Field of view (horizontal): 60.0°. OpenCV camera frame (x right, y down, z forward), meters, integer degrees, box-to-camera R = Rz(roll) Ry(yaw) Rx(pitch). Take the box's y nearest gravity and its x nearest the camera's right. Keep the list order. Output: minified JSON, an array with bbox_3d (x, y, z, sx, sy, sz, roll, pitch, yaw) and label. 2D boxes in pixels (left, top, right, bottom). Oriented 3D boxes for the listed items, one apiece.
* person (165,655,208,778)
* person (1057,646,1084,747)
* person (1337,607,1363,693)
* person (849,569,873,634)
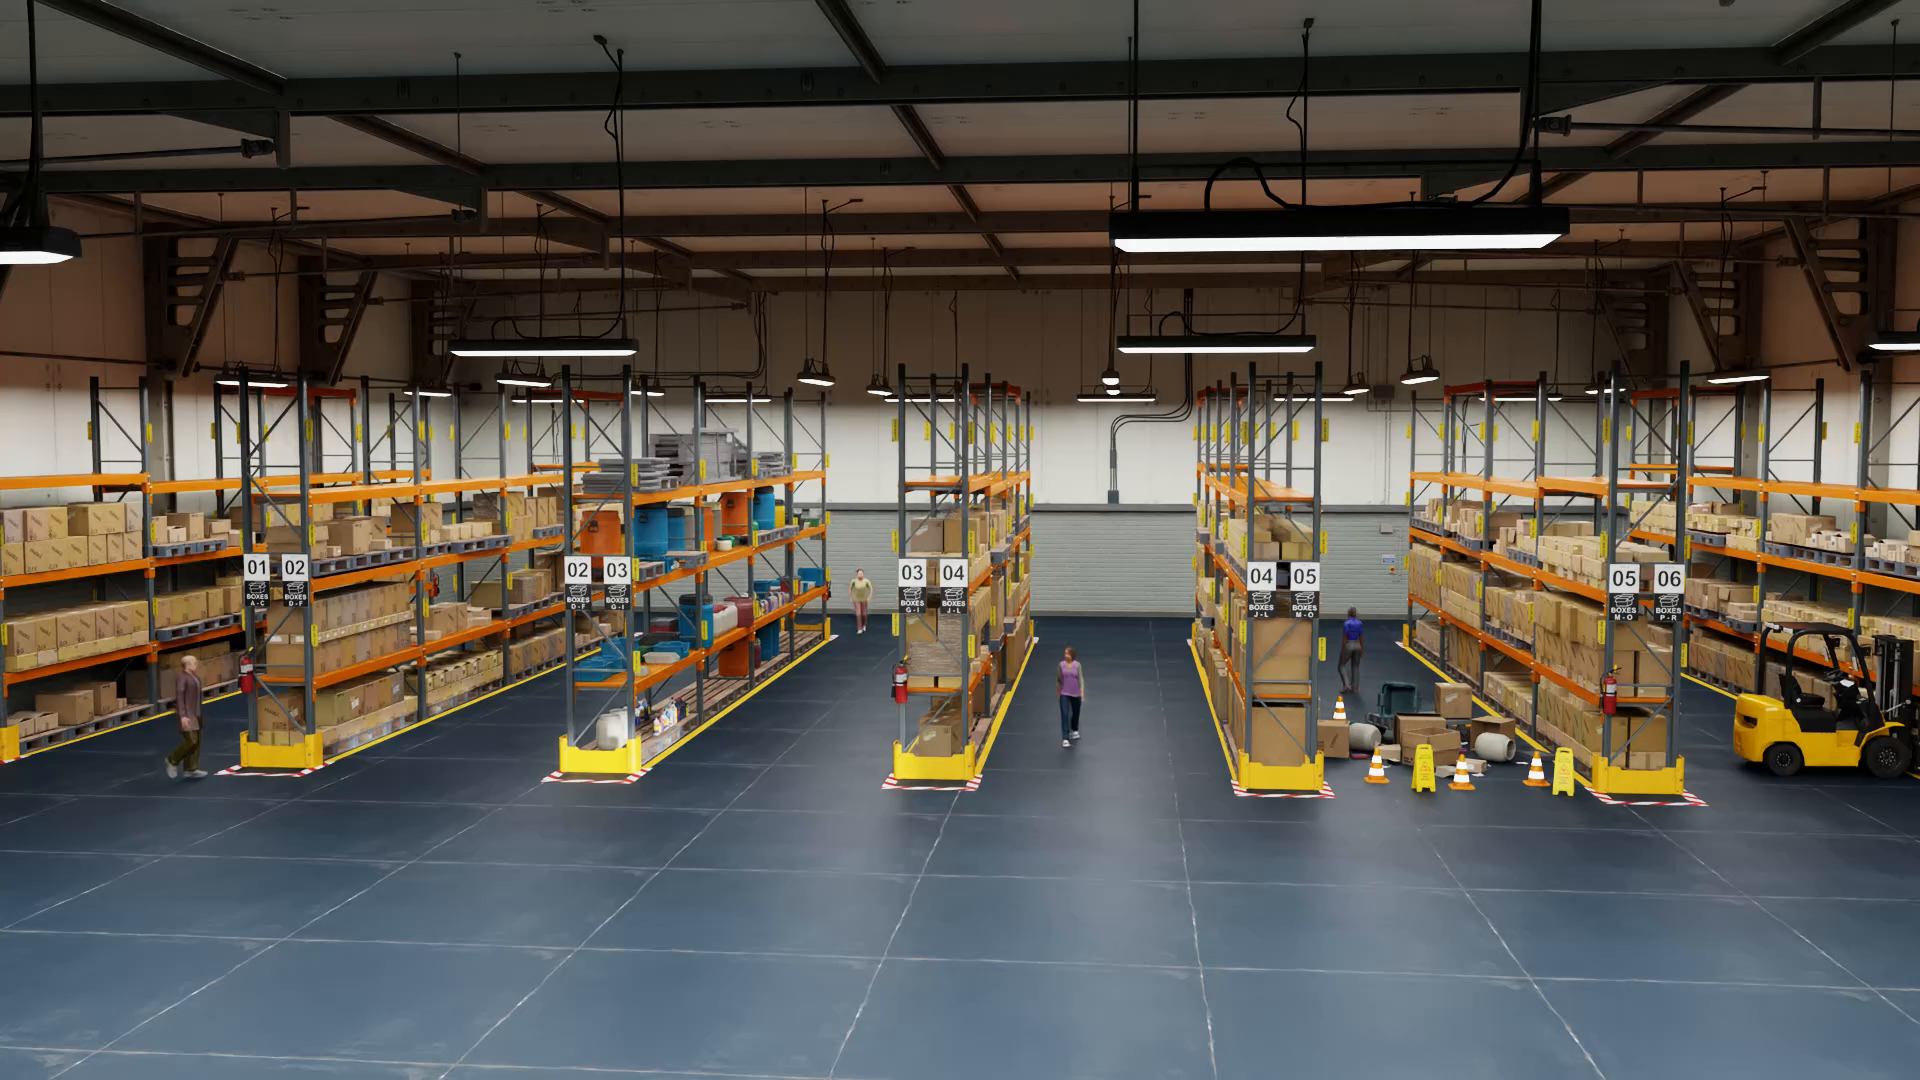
[{"bbox_3d":[-11.185,2.601,24.032,0.564,1.677,0.608,0,4,2],"label":"person"},{"bbox_3d":[1.778,2.489,26.726,0.441,1.553,0.888,0,4,4],"label":"person"},{"bbox_3d":[7.551,2.134,32.102,0.499,1.695,0.373,-1,4,-21],"label":"person"},{"bbox_3d":[-2.491,1.521,41.714,0.605,1.620,0.588,0,4,-2],"label":"person"}]
